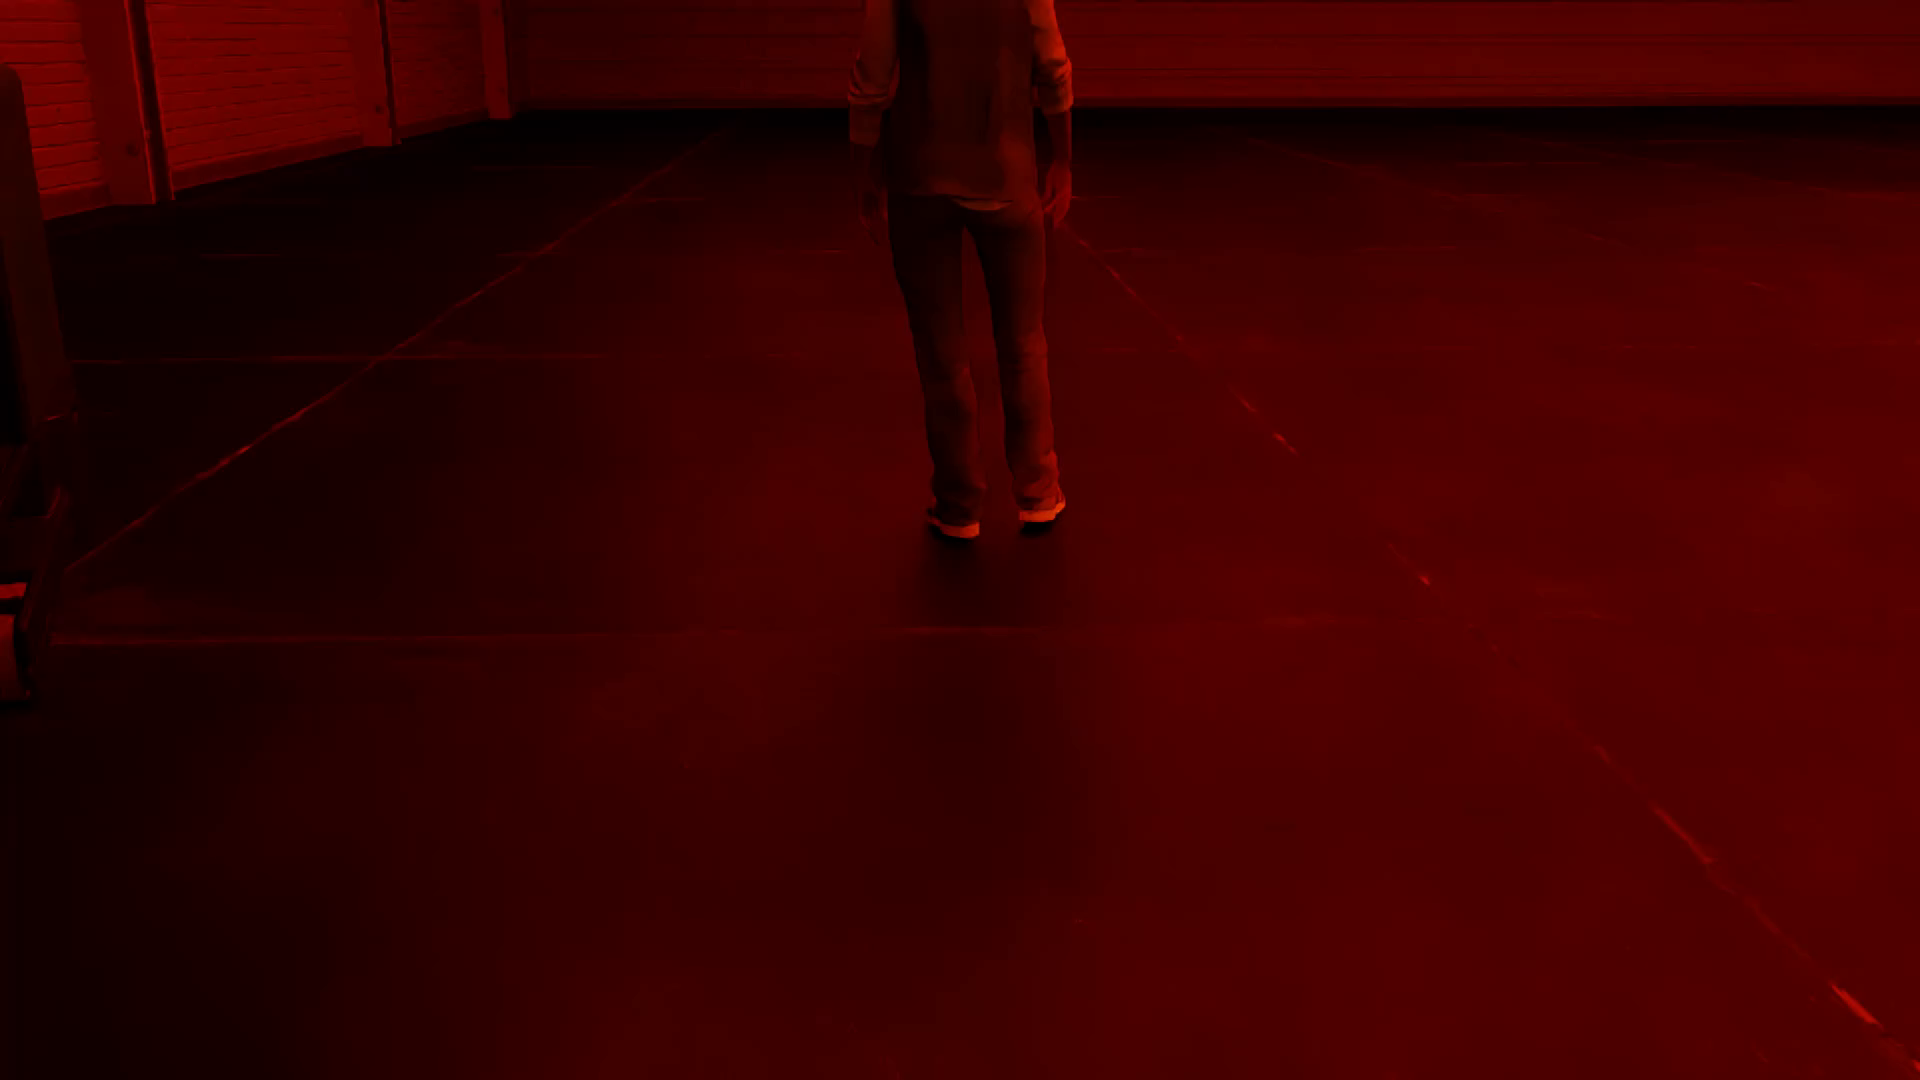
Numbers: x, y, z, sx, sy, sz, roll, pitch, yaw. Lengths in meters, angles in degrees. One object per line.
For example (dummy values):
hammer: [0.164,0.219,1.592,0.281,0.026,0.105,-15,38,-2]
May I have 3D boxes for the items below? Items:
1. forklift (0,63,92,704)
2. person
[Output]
forklift: [-2.275,-1.132,2.610,1.130,2.935,3.031,-7,18,-22]
person: [0.010,-0.789,3.755,0.521,1.591,0.474,-1,17,-3]
